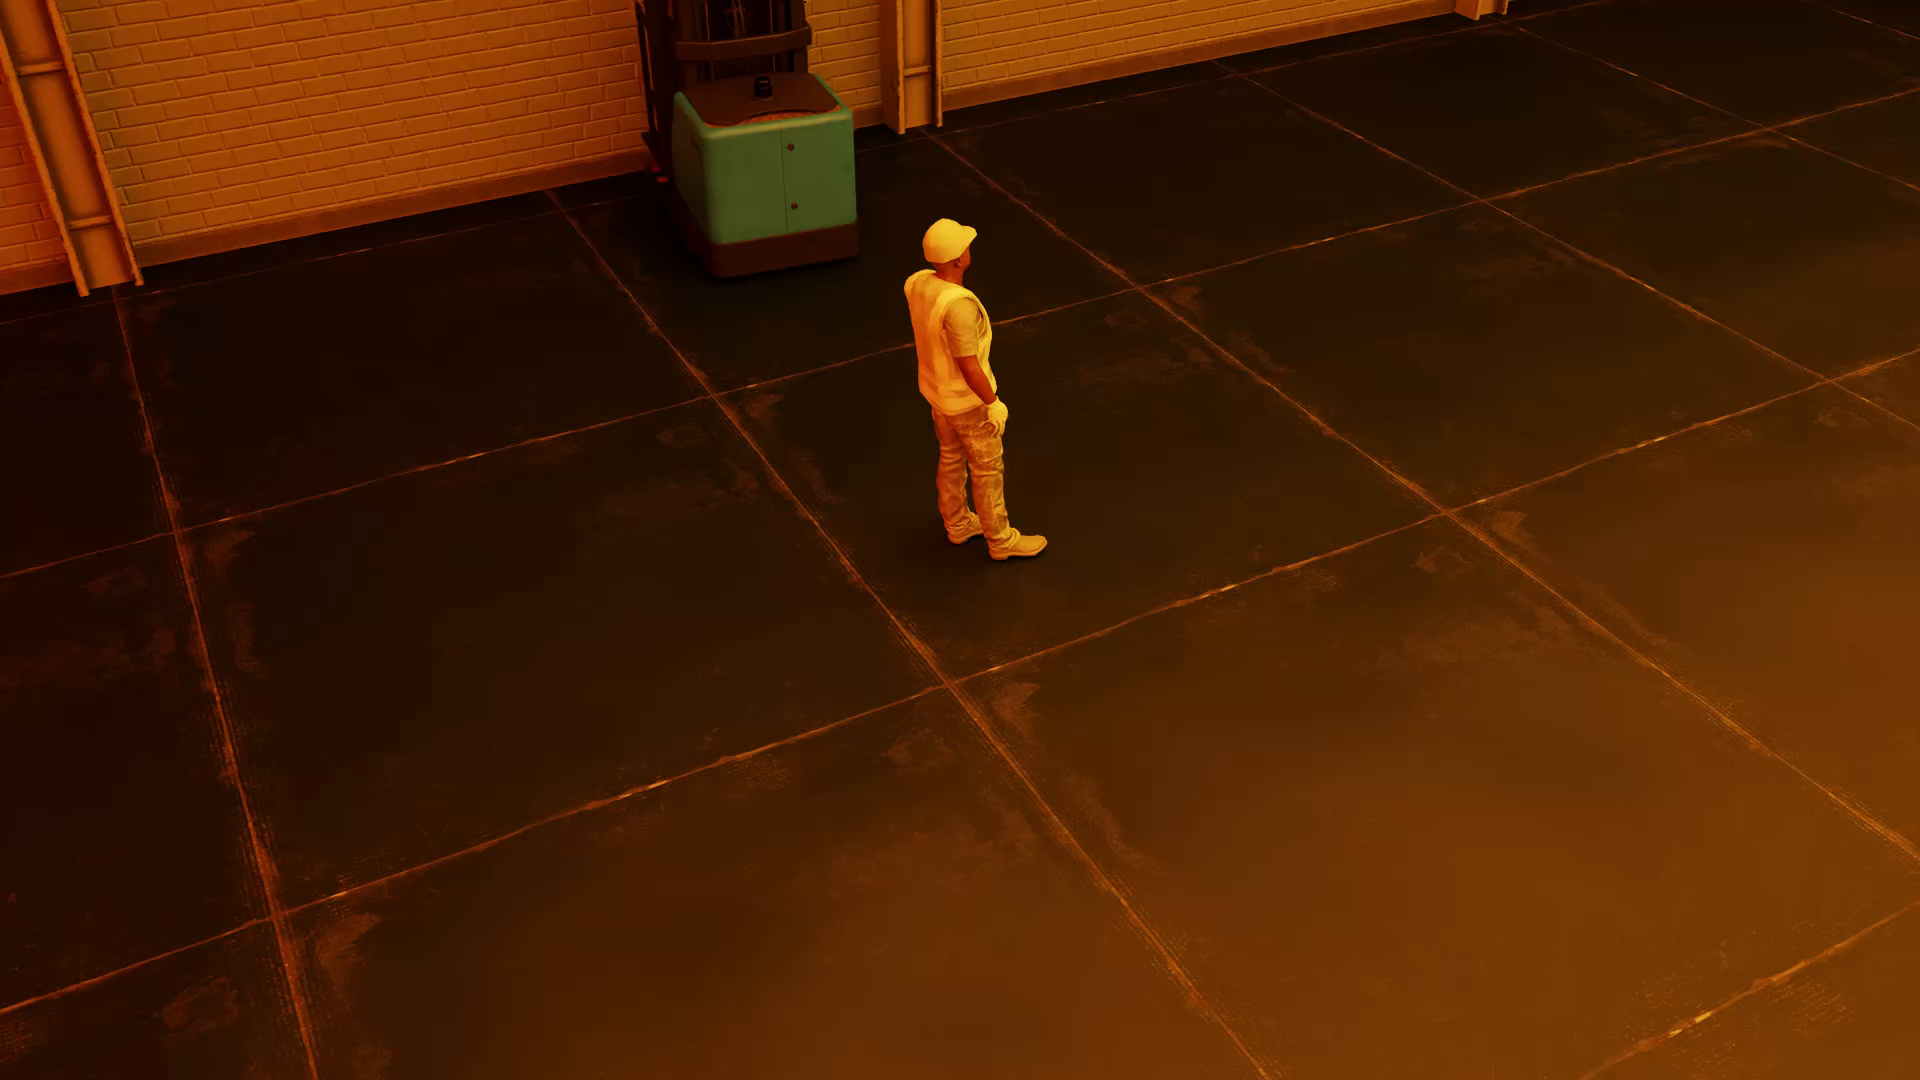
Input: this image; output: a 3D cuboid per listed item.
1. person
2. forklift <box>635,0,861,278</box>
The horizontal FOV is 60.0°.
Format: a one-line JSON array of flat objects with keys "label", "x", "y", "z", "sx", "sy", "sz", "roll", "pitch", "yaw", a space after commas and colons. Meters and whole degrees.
[{"label": "person", "x": 0.068, "y": -0.750, "z": 8.165, "sx": 0.575, "sy": 1.785, "sz": 0.657, "roll": -17, "pitch": 39, "yaw": -23}, {"label": "forklift", "x": -1.682, "y": -3.775, "z": 11.463, "sx": 1.130, "sy": 2.935, "sz": 3.031, "roll": -13, "pitch": 37, "yaw": -17}]
